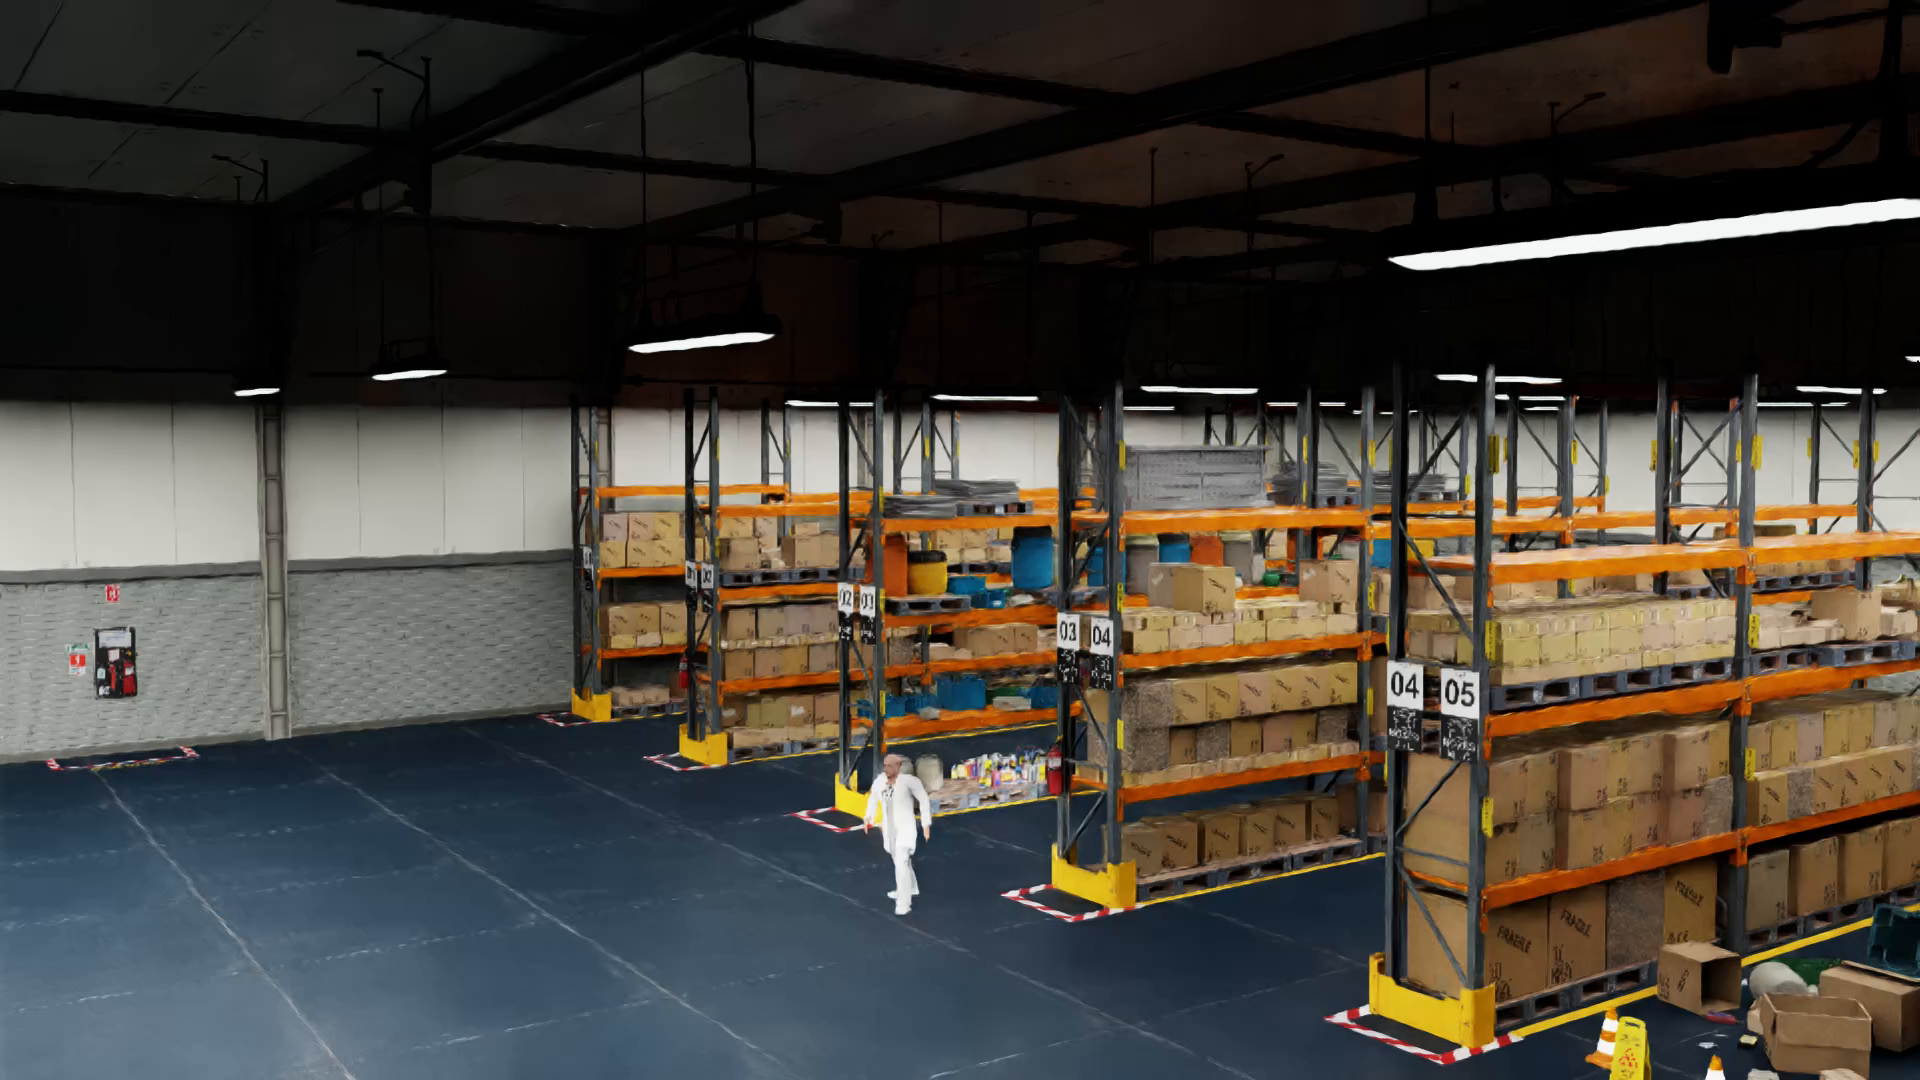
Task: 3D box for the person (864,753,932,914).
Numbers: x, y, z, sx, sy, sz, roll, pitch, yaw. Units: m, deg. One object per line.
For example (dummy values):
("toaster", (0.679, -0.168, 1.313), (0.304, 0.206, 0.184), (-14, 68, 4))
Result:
("person", (-0.658, 3.189, 18.381), (0.726, 1.715, 0.886), (3, 4, 38))
